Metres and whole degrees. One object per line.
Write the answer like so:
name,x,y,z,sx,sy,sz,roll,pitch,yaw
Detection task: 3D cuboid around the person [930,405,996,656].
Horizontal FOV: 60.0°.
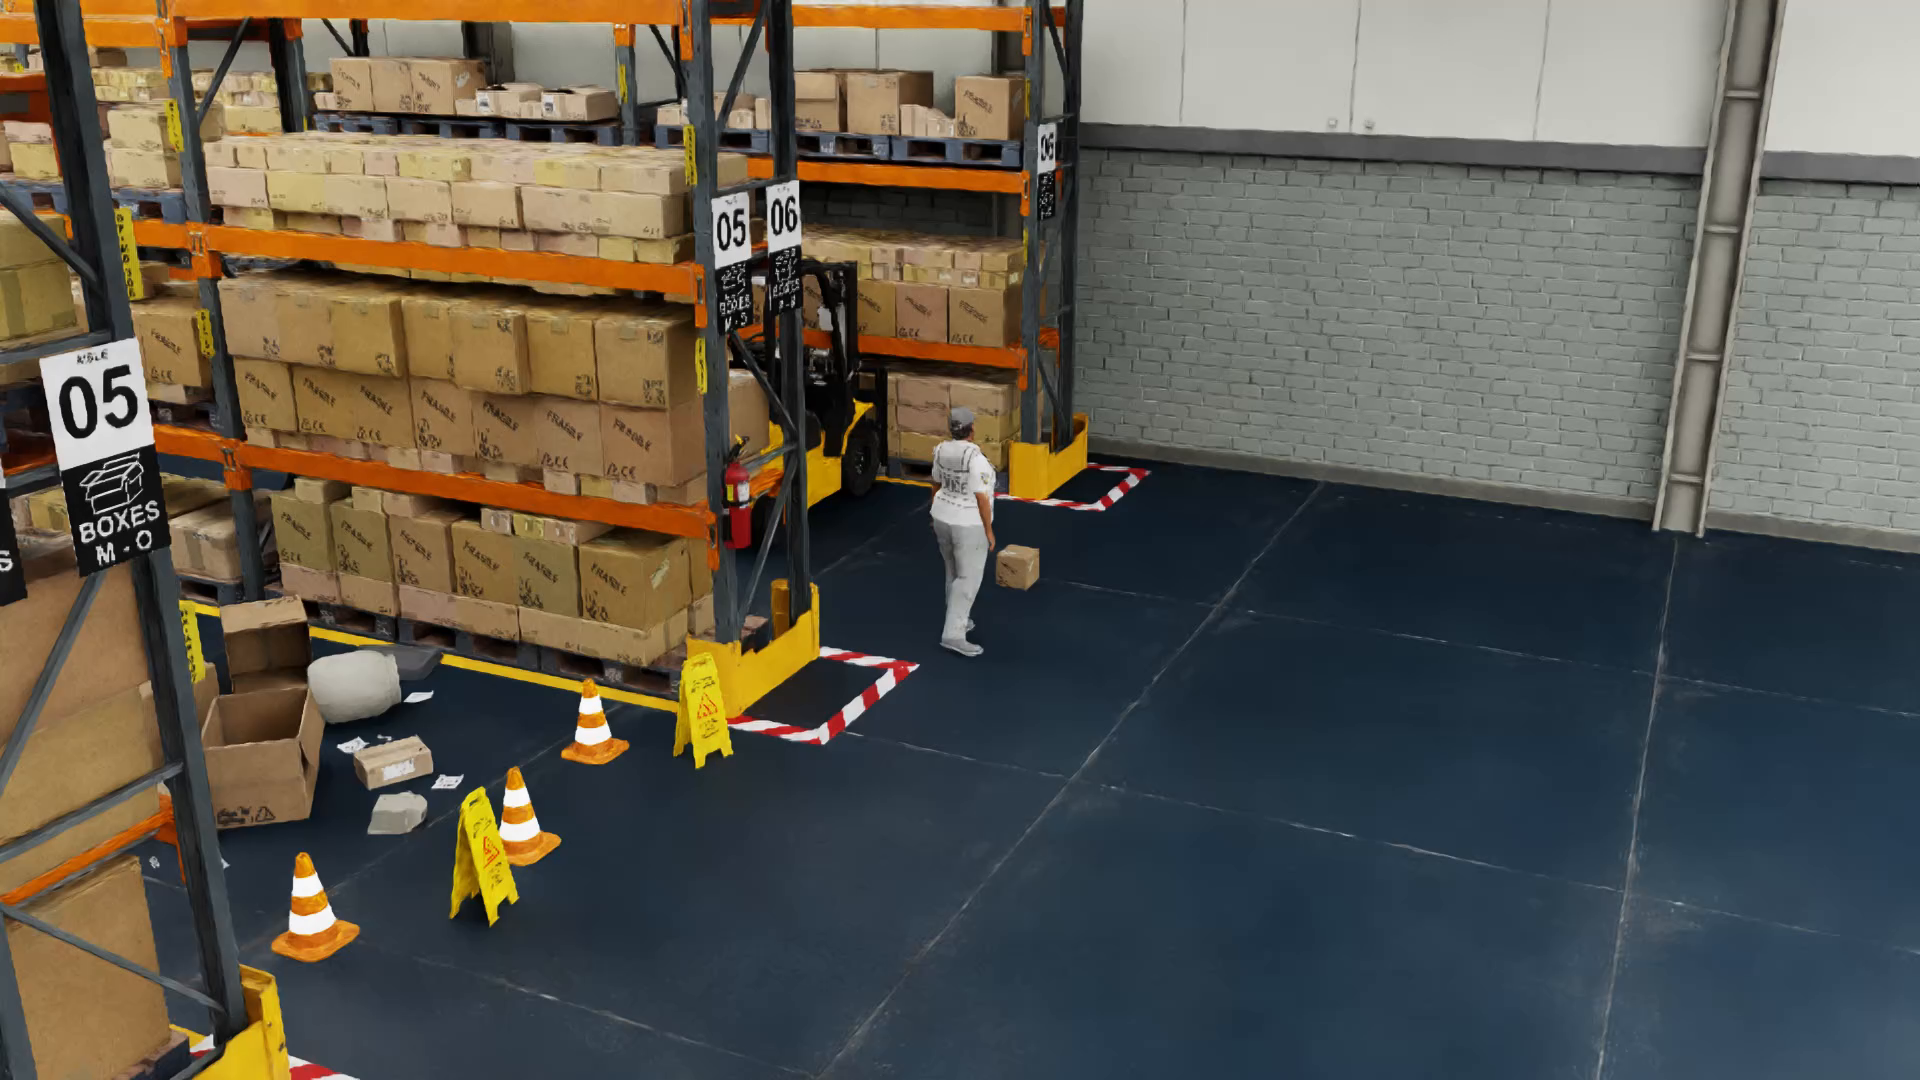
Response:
person,-0.004,-0.089,11.332,0.521,1.663,0.667,-17,25,-39
